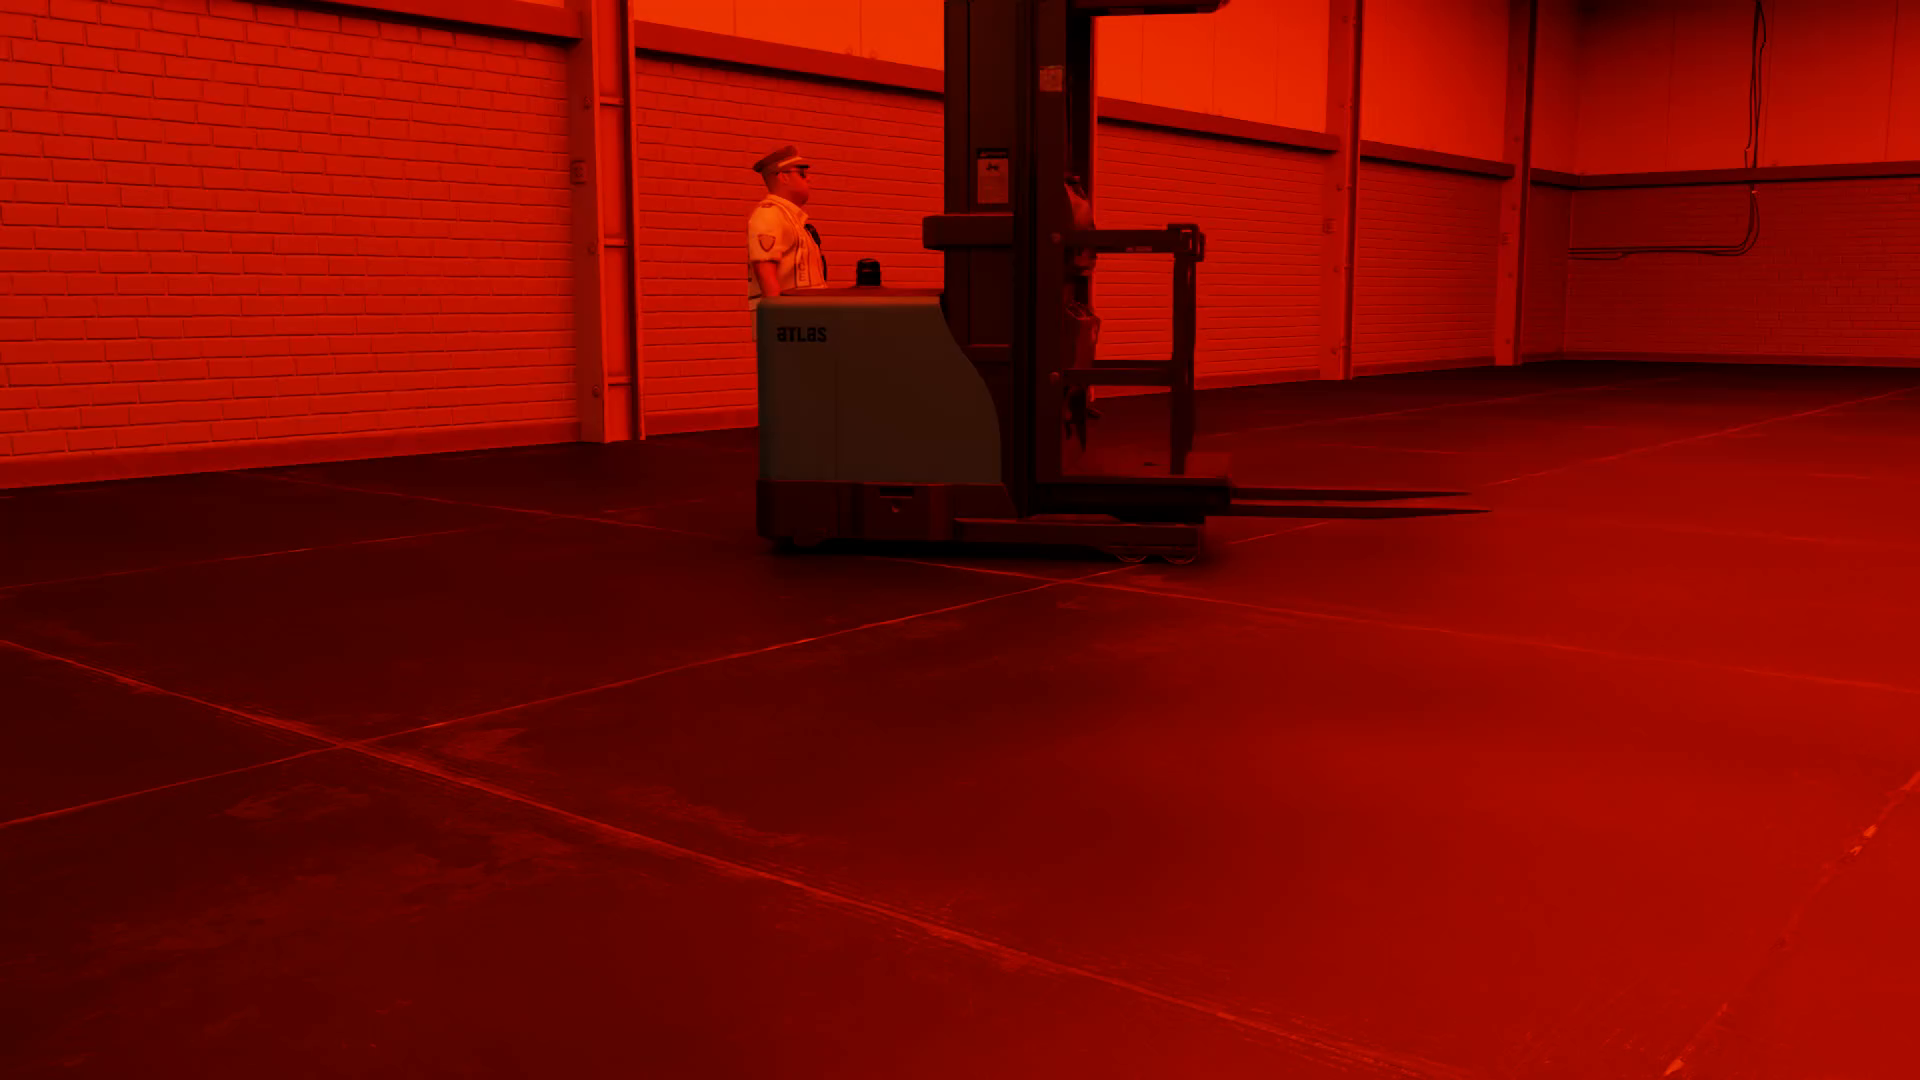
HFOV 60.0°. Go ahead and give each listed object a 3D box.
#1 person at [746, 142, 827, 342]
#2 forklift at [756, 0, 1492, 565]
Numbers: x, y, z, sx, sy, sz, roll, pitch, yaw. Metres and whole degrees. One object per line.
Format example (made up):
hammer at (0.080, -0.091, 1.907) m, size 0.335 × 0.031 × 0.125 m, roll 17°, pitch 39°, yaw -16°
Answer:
person at (-0.702, -0.969, 7.824) m, size 0.571 × 1.781 × 0.641 m, roll 1°, pitch 8°, yaw 4°
forklift at (0.700, -1.433, 7.073) m, size 3.031 × 2.935 × 1.130 m, roll 1°, pitch 8°, yaw 10°
